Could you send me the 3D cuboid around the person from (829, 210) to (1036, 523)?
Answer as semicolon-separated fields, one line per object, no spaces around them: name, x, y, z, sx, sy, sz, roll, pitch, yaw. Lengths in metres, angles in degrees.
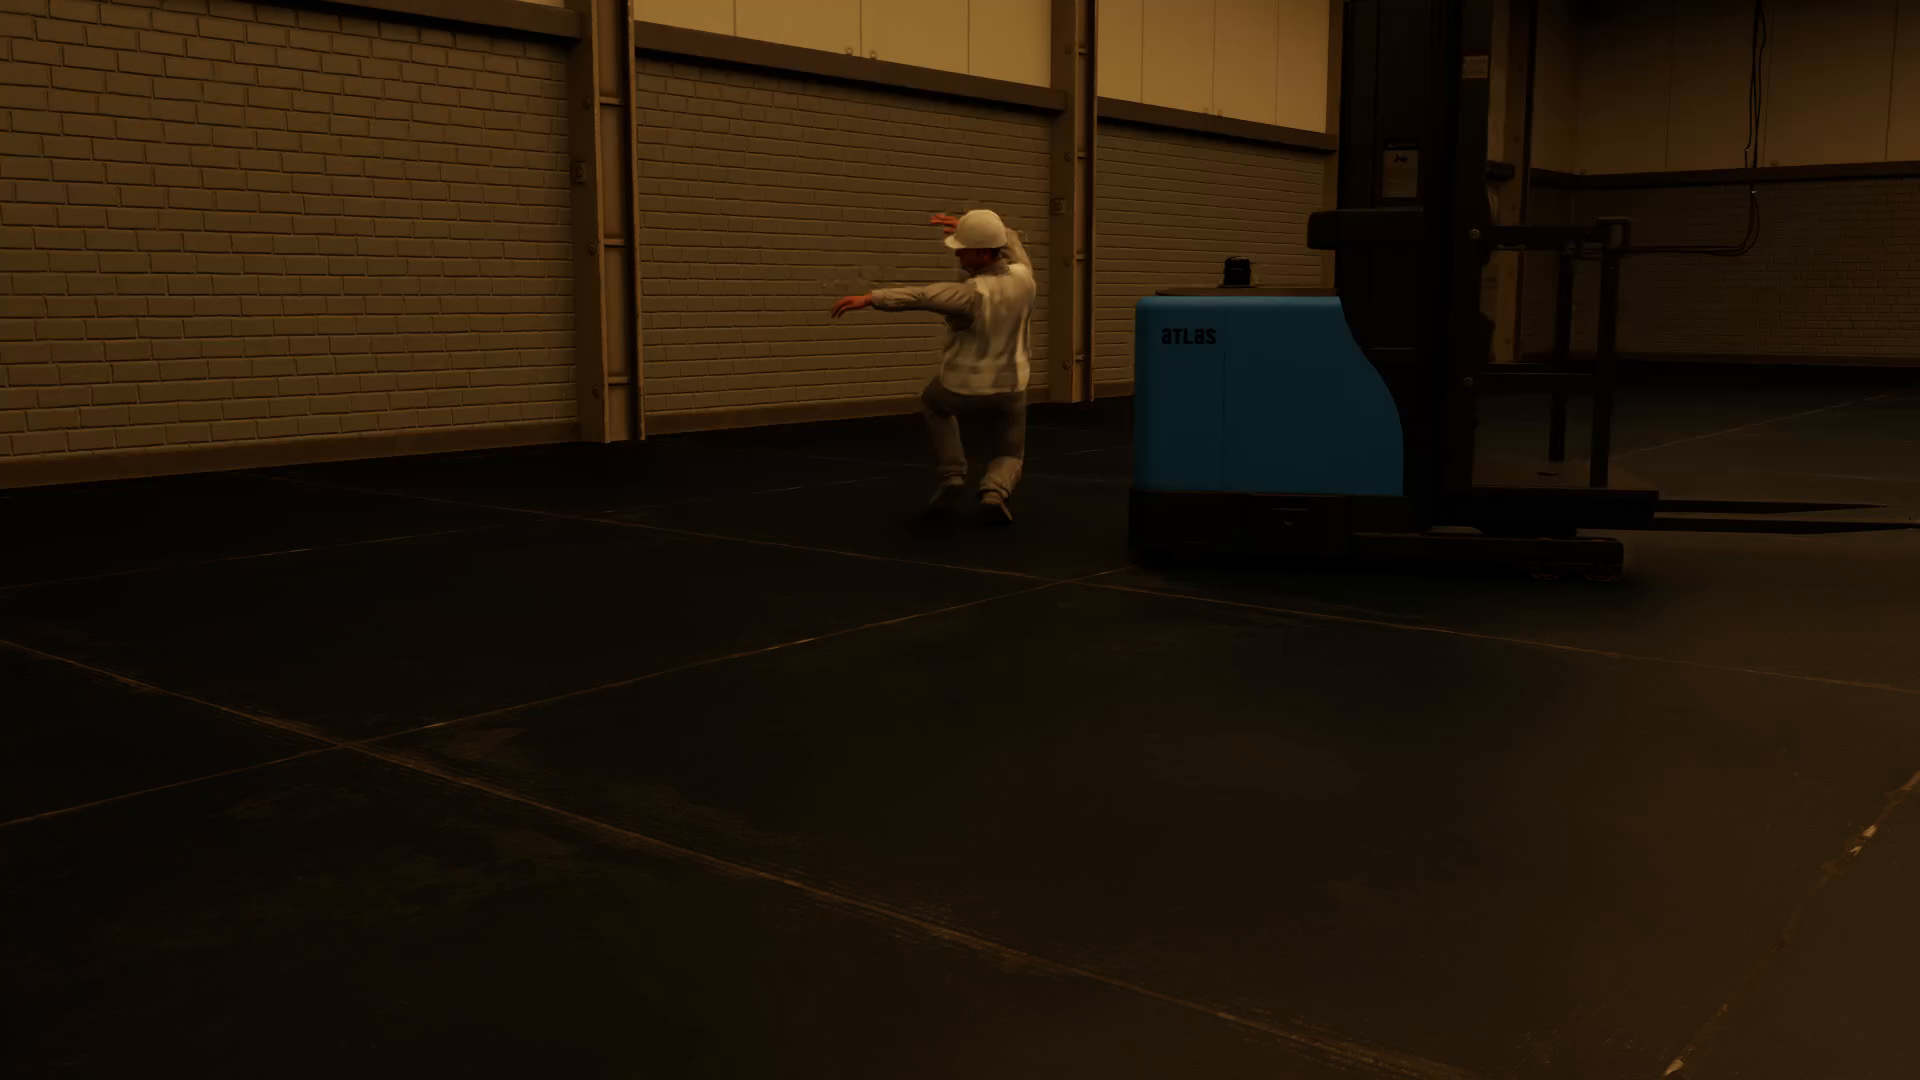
person;-0.183;-0.819;8.016;1.042;1.494;0.896;-2;9;-16

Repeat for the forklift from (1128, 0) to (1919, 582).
forklift;2.250;-1.374;6.669;3.031;2.935;1.130;2;8;11
